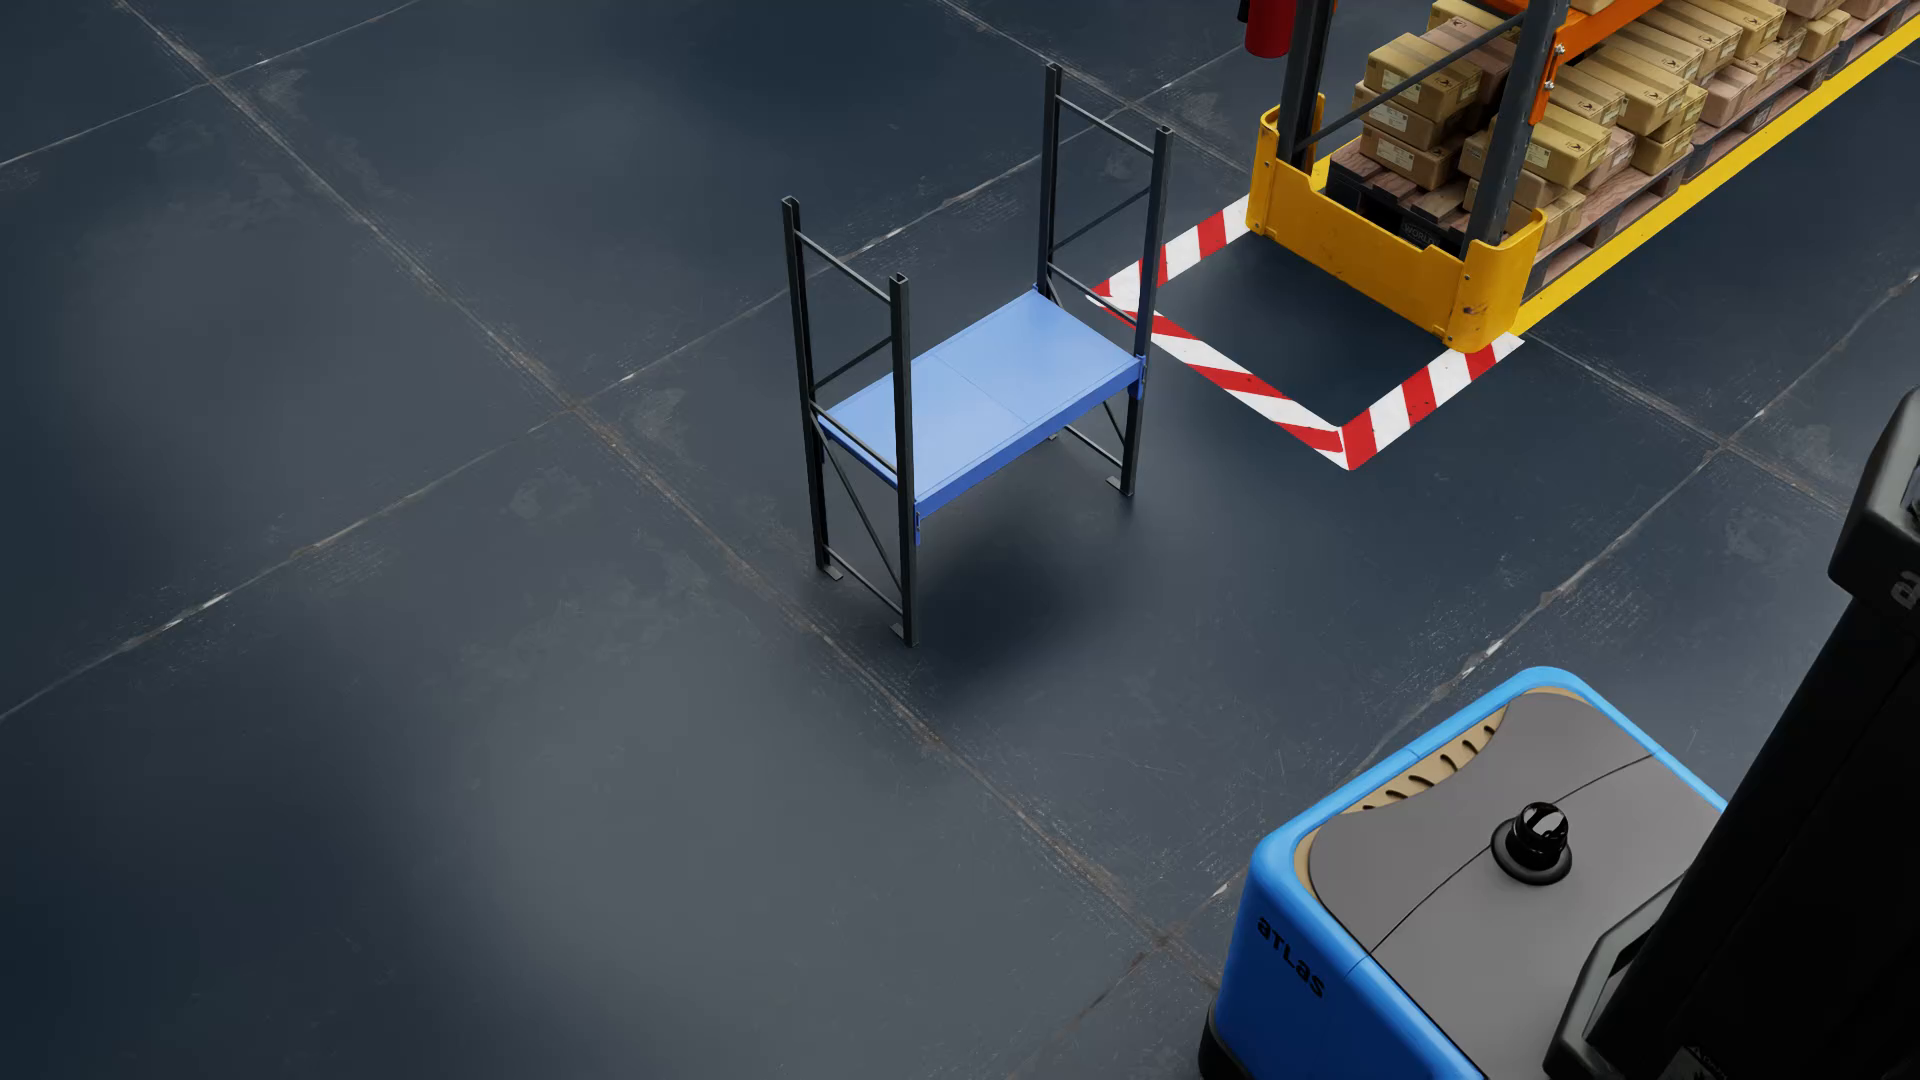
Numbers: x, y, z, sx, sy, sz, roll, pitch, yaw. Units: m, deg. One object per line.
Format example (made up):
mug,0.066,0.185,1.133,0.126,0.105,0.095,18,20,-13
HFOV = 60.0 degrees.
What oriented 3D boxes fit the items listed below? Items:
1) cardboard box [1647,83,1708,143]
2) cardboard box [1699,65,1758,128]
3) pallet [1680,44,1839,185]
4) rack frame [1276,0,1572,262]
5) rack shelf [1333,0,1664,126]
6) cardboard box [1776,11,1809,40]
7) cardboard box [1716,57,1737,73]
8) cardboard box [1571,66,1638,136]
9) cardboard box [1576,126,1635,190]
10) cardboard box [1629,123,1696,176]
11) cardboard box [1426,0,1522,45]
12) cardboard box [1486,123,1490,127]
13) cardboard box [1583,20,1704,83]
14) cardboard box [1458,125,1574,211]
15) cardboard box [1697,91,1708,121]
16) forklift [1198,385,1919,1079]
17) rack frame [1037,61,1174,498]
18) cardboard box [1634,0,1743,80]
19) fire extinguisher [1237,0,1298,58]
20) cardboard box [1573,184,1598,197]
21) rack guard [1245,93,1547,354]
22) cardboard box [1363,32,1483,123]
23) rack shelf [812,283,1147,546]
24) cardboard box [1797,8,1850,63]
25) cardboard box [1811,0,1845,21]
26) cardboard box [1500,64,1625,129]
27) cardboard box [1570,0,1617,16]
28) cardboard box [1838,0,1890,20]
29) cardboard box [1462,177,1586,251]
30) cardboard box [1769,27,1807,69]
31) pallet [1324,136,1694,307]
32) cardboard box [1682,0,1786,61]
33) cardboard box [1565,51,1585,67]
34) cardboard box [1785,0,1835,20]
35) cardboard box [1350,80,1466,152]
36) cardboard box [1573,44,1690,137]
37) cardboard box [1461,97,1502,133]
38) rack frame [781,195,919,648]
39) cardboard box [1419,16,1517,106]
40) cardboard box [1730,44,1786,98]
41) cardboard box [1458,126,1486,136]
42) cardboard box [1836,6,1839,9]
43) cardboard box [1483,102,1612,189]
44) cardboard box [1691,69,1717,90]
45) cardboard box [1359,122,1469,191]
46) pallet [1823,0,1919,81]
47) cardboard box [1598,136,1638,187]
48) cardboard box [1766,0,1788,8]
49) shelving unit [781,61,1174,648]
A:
cardboard box,2.819,-1.818,6.838,0.250,0.149,0.380,-32,55,-26
cardboard box,3.184,-1.962,7.173,0.380,0.149,0.250,36,57,29
pallet,3.217,-2.154,7.594,1.213,0.211,1.003,-34,56,-27
rack frame,1.633,-2.080,5.628,0.127,3.000,1.000,-34,56,-27
rack shelf,3.113,-2.825,6.805,4.000,0.370,1.077,-34,56,-27
cardboard box,3.557,-2.394,7.370,0.380,0.149,0.250,36,57,29
cardboard box,3.124,-2.157,7.151,0.250,0.149,0.380,-31,54,-25
cardboard box,2.556,-1.750,6.775,0.250,0.149,0.380,-33,55,-27
cardboard box,2.434,-1.581,6.619,0.250,0.149,0.380,-34,56,-27
cardboard box,2.817,-1.708,6.939,0.250,0.149,0.380,-33,55,-27
cardboard box,2.185,-2.147,6.939,0.250,0.149,0.380,-35,56,-28
cardboard box,2.258,-1.895,7.112,0.250,0.149,0.380,-34,56,-27
cardboard box,2.773,-1.956,6.763,0.380,0.149,0.250,36,57,29
cardboard box,2.194,-1.476,6.522,0.250,0.149,0.380,-32,55,-26
cardboard box,2.942,-1.886,7.103,0.250,0.149,0.380,-34,56,-27
forklift,1.877,1.109,2.732,1.130,2.935,3.031,-27,53,-23
rack frame,0.439,-0.802,5.470,0.032,1.500,0.500,-34,56,-27
cardboard box,2.985,-2.088,6.885,0.250,0.149,0.380,-32,55,-26
fire extinguisher,1.137,-2.054,5.910,0.183,0.674,0.296,-34,56,-27
cardboard box,2.375,-1.514,6.760,0.250,0.149,0.380,-34,56,-27
rack guard,1.690,-1.270,6.581,0.348,0.500,1.175,-34,56,-27
cardboard box,1.855,-1.857,6.672,0.250,0.149,0.380,-33,55,-27
rack shelf,0.063,-0.429,5.370,1.000,0.185,0.538,-34,56,-27
cardboard box,3.766,-2.342,7.524,0.250,0.149,0.380,-34,56,-27
cardboard box,3.769,-2.516,7.482,0.250,0.149,0.380,-32,55,-26
cardboard box,2.373,-1.733,6.558,0.250,0.149,0.380,-33,55,-27
cardboard box,2.094,-1.977,5.704,0.250,0.149,0.380,-34,56,-27
cardboard box,4.131,-2.605,7.767,0.250,0.149,0.380,-36,57,-28
cardboard box,2.236,-1.341,6.600,0.250,0.149,0.380,-33,55,-26
cardboard box,3.528,-2.250,7.439,0.250,0.149,0.380,-33,55,-27
pallet,2.315,-1.554,7.041,1.213,0.211,1.003,-34,56,-27
cardboard box,3.210,-2.193,6.982,0.250,0.149,0.380,-33,55,-27
cardboard box,2.483,-2.107,7.105,0.250,0.149,0.380,-34,56,-28
cardboard box,3.589,-2.433,7.203,0.250,0.149,0.380,-36,57,-28
cardboard box,1.832,-1.773,6.796,0.250,0.149,0.380,-35,56,-28
cardboard box,2.645,-1.788,6.608,0.250,0.149,0.380,-34,56,-27
cardboard box,2.062,-1.873,6.888,0.250,0.149,0.380,-35,56,-28
rack frame,-0.313,-0.299,5.006,0.032,1.500,0.500,-34,56,-27
cardboard box,2.079,-1.950,6.757,0.250,0.149,0.380,-33,55,-26
cardboard box,3.372,-2.113,7.312,0.250,0.149,0.380,-34,56,-27
cardboard box,2.005,-1.811,7.034,0.250,0.149,0.380,-32,55,-26
cardboard box,3.855,-2.541,7.708,0.250,0.149,0.380,-35,56,-28
cardboard box,2.250,-1.532,6.371,0.250,0.149,0.380,-36,57,-29
cardboard box,2.951,-2.000,7.006,0.380,0.149,0.250,36,57,29
cardboard box,1.883,-1.629,6.866,0.250,0.149,0.380,-33,55,-27
pallet,4.120,-2.761,8.154,1.213,0.211,1.003,-34,56,-27
cardboard box,2.554,-1.641,6.877,0.250,0.149,0.380,-33,55,-27
cardboard box,3.332,-2.369,7.144,0.250,0.149,0.380,-34,56,-27
shelving unit,0.063,-0.551,5.238,1.048,1.500,0.538,-34,56,-27
